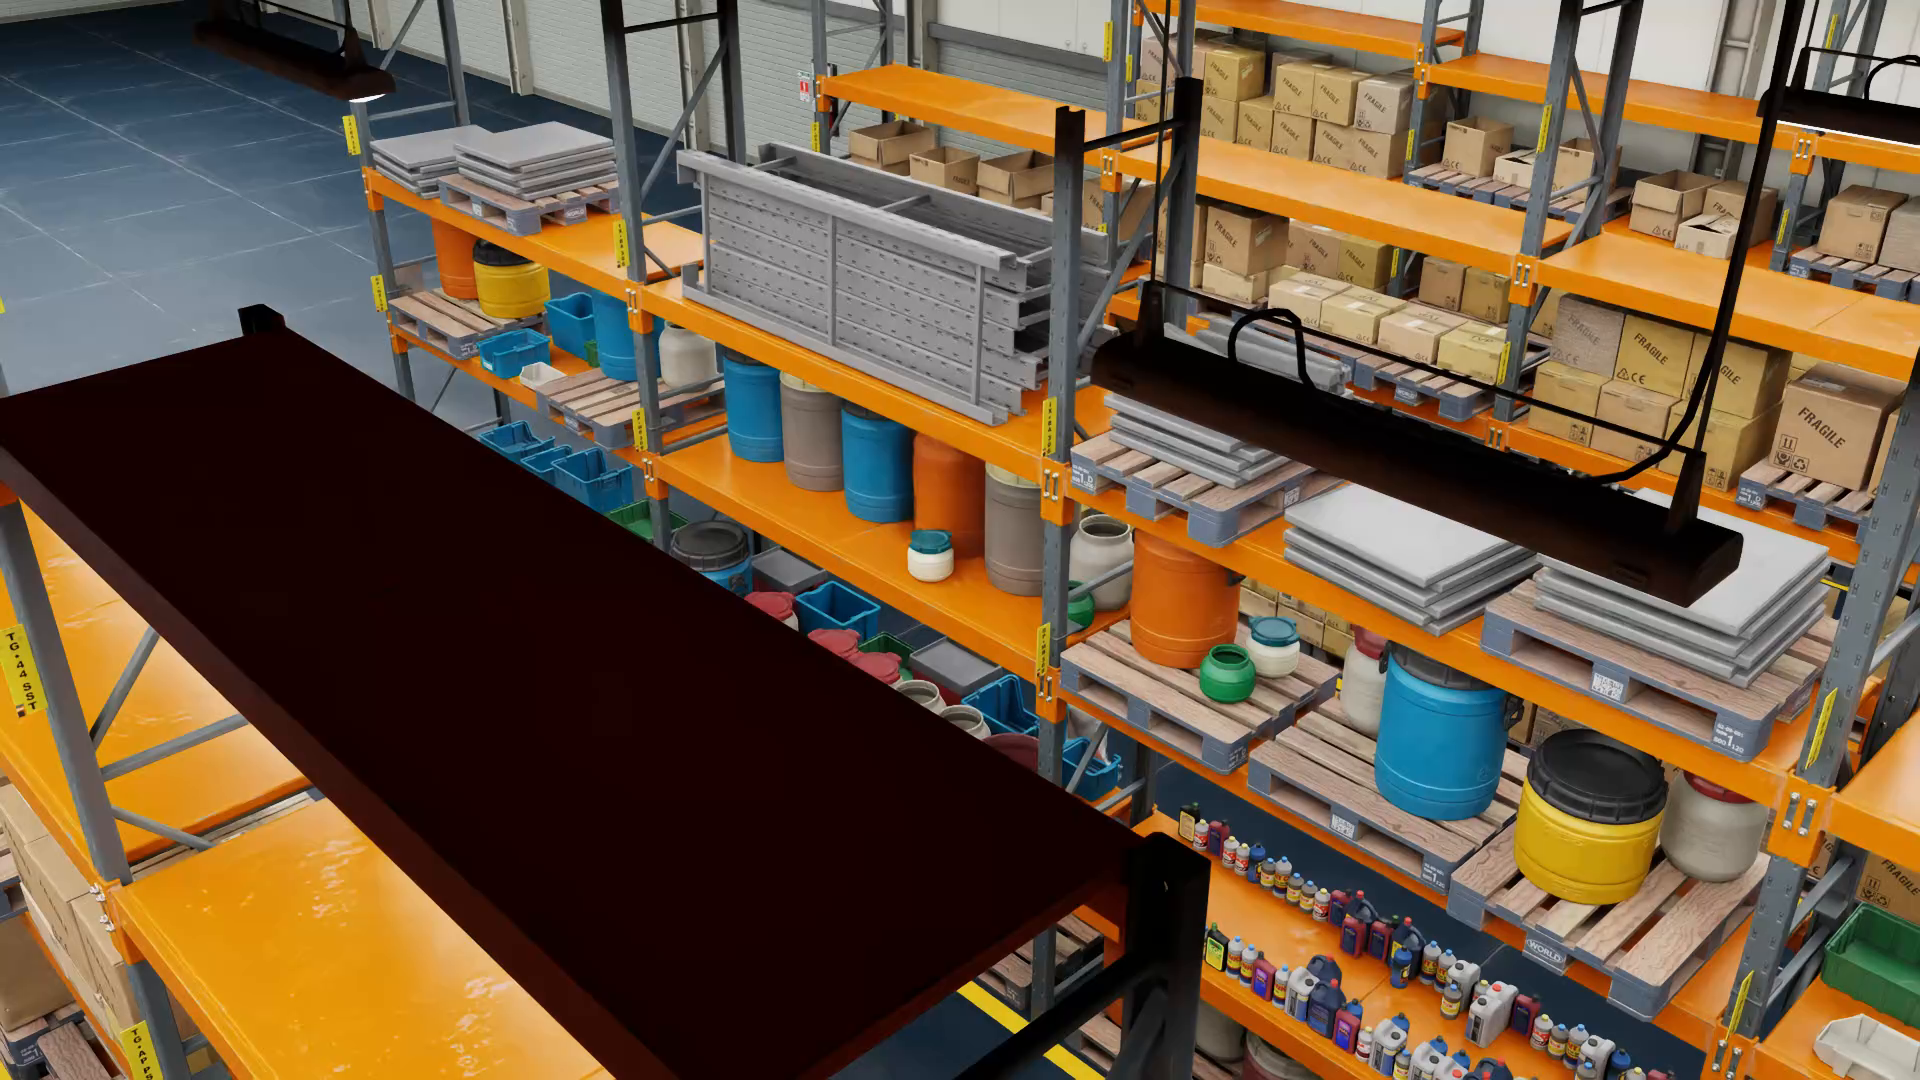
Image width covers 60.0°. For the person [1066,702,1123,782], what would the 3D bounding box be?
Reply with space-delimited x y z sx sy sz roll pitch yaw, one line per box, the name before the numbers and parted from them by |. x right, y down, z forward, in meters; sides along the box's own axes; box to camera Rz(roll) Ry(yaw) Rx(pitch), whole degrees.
person | 0.953 1.571 12.081 0.499 1.843 0.597 5 29 9

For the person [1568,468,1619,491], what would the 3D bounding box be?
person | 6.009 -0.386 15.927 0.411 1.630 0.580 -10 30 -18
